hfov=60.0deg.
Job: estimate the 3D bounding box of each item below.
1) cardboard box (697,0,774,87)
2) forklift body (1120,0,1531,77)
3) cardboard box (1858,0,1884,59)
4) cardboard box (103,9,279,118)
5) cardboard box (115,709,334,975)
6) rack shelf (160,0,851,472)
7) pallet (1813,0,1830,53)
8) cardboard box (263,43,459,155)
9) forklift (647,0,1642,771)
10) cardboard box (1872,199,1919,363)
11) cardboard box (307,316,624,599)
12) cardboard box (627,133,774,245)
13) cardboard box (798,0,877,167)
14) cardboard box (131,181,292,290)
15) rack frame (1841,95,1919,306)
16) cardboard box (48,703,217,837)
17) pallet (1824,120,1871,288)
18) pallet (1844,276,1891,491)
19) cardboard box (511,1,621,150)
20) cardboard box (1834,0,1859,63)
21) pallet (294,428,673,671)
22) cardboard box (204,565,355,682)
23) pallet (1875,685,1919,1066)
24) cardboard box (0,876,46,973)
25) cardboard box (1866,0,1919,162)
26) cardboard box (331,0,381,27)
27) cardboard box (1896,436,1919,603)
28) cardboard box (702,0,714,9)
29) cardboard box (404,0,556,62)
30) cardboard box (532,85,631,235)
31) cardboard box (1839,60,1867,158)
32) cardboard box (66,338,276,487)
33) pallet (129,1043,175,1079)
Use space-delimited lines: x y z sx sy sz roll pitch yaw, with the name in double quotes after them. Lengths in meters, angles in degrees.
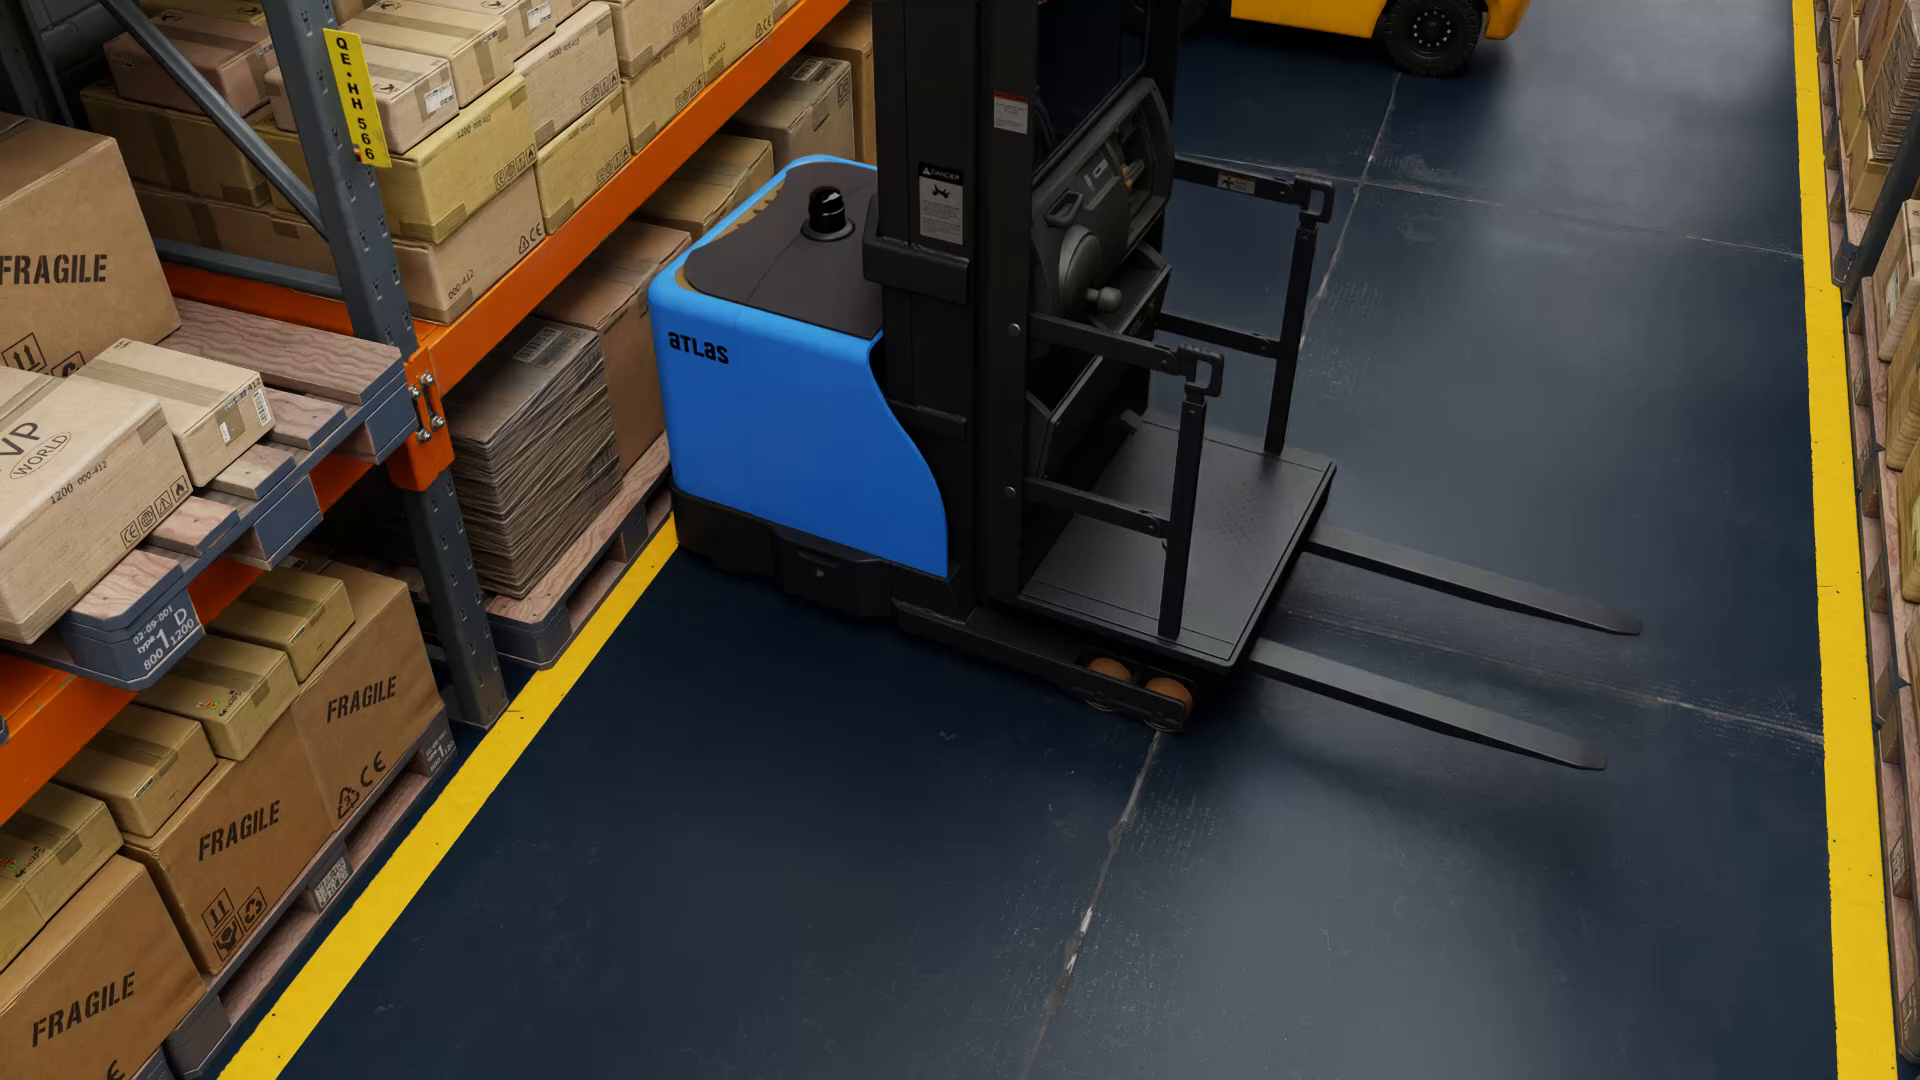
-0.978 -1.801 5.666 0.500 0.250 0.500 15 43 16 "cardboard box"
1.917 -3.699 8.429 2.313 2.155 1.214 13 42 15 "forklift body"
4.445 -2.486 7.570 0.500 0.500 0.500 15 43 17 "cardboard box"
-1.963 -1.232 4.307 0.380 0.149 0.250 15 43 16 "cardboard box"
-2.008 0.695 4.226 0.500 0.500 0.500 13 42 14 "cardboard box"
-1.200 -1.651 5.928 1.077 0.370 4.000 13 42 15 "rack shelf"
5.180 -2.890 8.974 1.003 0.211 1.213 13 42 15 "pallet"
-1.498 -1.118 4.173 0.380 0.149 0.250 14 43 16 "cardboard box"
0.590 -0.928 4.579 3.031 2.935 1.130 18 44 20 "forklift"
3.972 -0.884 6.176 0.950 0.372 0.625 14 42 16 "cardboard box"
-1.658 -0.338 5.341 0.875 0.625 0.625 15 43 16 "cardboard box"
-1.212 -1.149 6.292 0.875 0.625 0.625 12 42 13 "cardboard box"
-0.684 -2.080 7.383 0.875 0.625 0.625 15 43 17 "cardboard box"
-1.971 -0.978 4.701 0.500 0.250 0.500 12 42 14 "cardboard box"
4.149 -2.045 5.835 1.000 3.000 0.127 13 42 15 "rack frame"
-2.011 0.522 3.930 0.380 0.149 0.250 12 42 14 "cardboard box"
4.346 -1.401 7.230 1.003 0.211 1.213 13 42 15 "pallet"
3.885 -0.509 6.184 1.003 0.211 1.213 13 42 15 "pallet"
-1.331 -1.359 4.762 0.500 0.250 0.500 15 43 16 "cardboard box"
4.625 -2.522 8.190 0.500 0.250 0.500 16 43 18 "cardboard box"
-1.566 -0.137 5.748 1.003 0.211 1.213 13 42 15 "pallet"
-1.815 0.197 4.310 0.380 0.149 0.250 11 42 13 "cardboard box"
3.050 0.980 4.439 1.003 0.211 1.213 13 42 15 "pallet"
-2.228 0.825 3.575 0.380 0.149 0.250 13 42 14 "cardboard box"
4.100 -1.864 6.841 0.500 0.500 0.500 13 42 14 "cardboard box"
-1.833 -1.561 4.692 0.380 0.149 0.250 13 42 15 "cardboard box"
3.494 -0.021 5.164 0.950 0.372 0.625 15 43 17 "cardboard box"
-0.984 -1.991 5.503 0.500 0.250 0.500 14 42 16 "cardboard box"
-1.344 -1.444 4.554 0.380 0.149 0.250 14 43 16 "cardboard box"
-1.326 -1.169 4.925 0.500 0.250 0.500 12 42 14 "cardboard box"
4.272 -1.906 7.467 0.500 0.250 0.500 12 42 14 "cardboard box"
-1.748 -0.283 3.640 0.380 0.149 0.250 14 42 16 "cardboard box"
-2.594 1.545 3.776 1.003 0.211 1.213 13 42 15 "pallet"
